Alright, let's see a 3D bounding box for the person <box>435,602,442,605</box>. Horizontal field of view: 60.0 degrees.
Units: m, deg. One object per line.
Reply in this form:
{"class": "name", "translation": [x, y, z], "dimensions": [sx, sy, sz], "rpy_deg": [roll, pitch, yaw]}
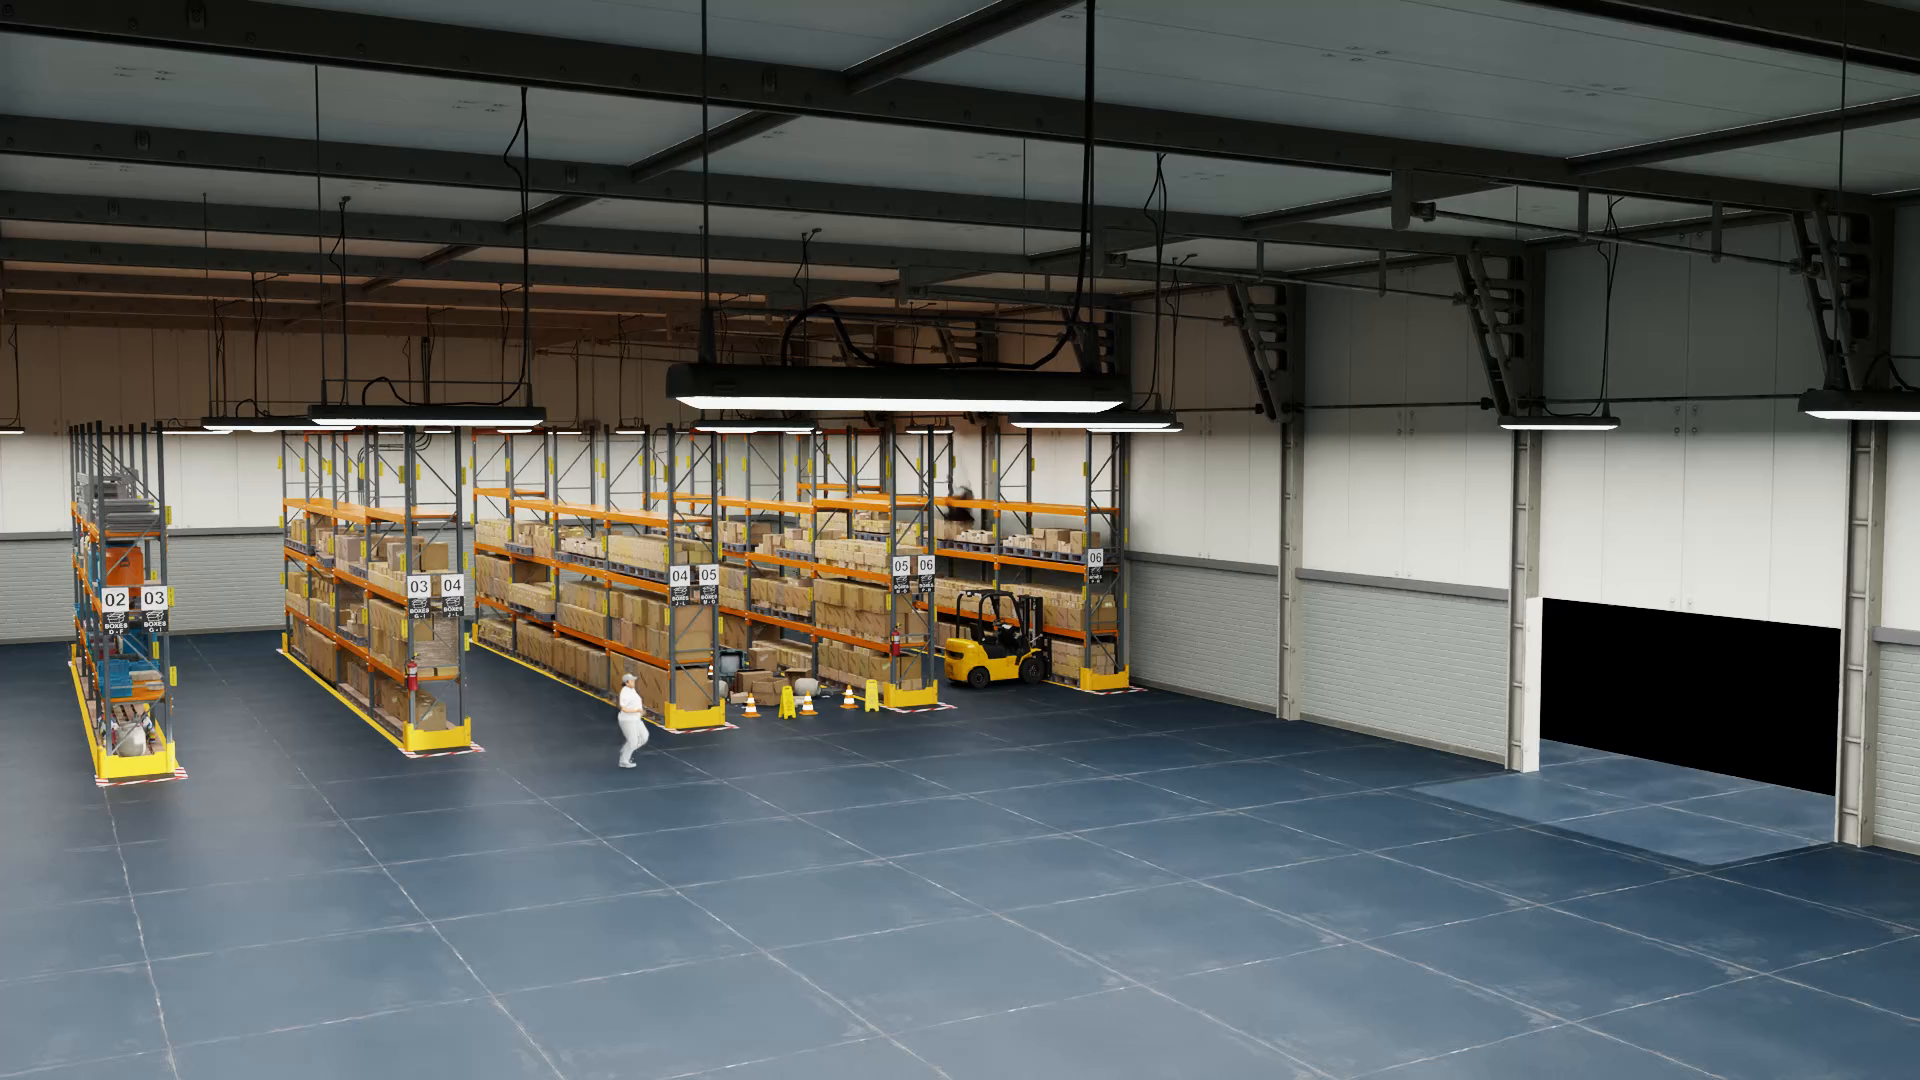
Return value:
{"class": "person", "translation": [-13.269, 2.243, 41.906], "dimensions": [0.640, 1.796, 0.890], "rpy_deg": [-2, 4, -31]}

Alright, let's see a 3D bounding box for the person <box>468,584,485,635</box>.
{"class": "person", "translation": [-13.818, 1.954, 48.014], "dimensions": [0.860, 1.608, 0.675], "rpy_deg": [-2, 4, -29]}

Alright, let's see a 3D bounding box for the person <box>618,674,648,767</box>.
{"class": "person", "translation": [-5.655, 3.123, 28.823], "dimensions": [0.545, 1.622, 0.593], "rpy_deg": [0, 4, 8]}
